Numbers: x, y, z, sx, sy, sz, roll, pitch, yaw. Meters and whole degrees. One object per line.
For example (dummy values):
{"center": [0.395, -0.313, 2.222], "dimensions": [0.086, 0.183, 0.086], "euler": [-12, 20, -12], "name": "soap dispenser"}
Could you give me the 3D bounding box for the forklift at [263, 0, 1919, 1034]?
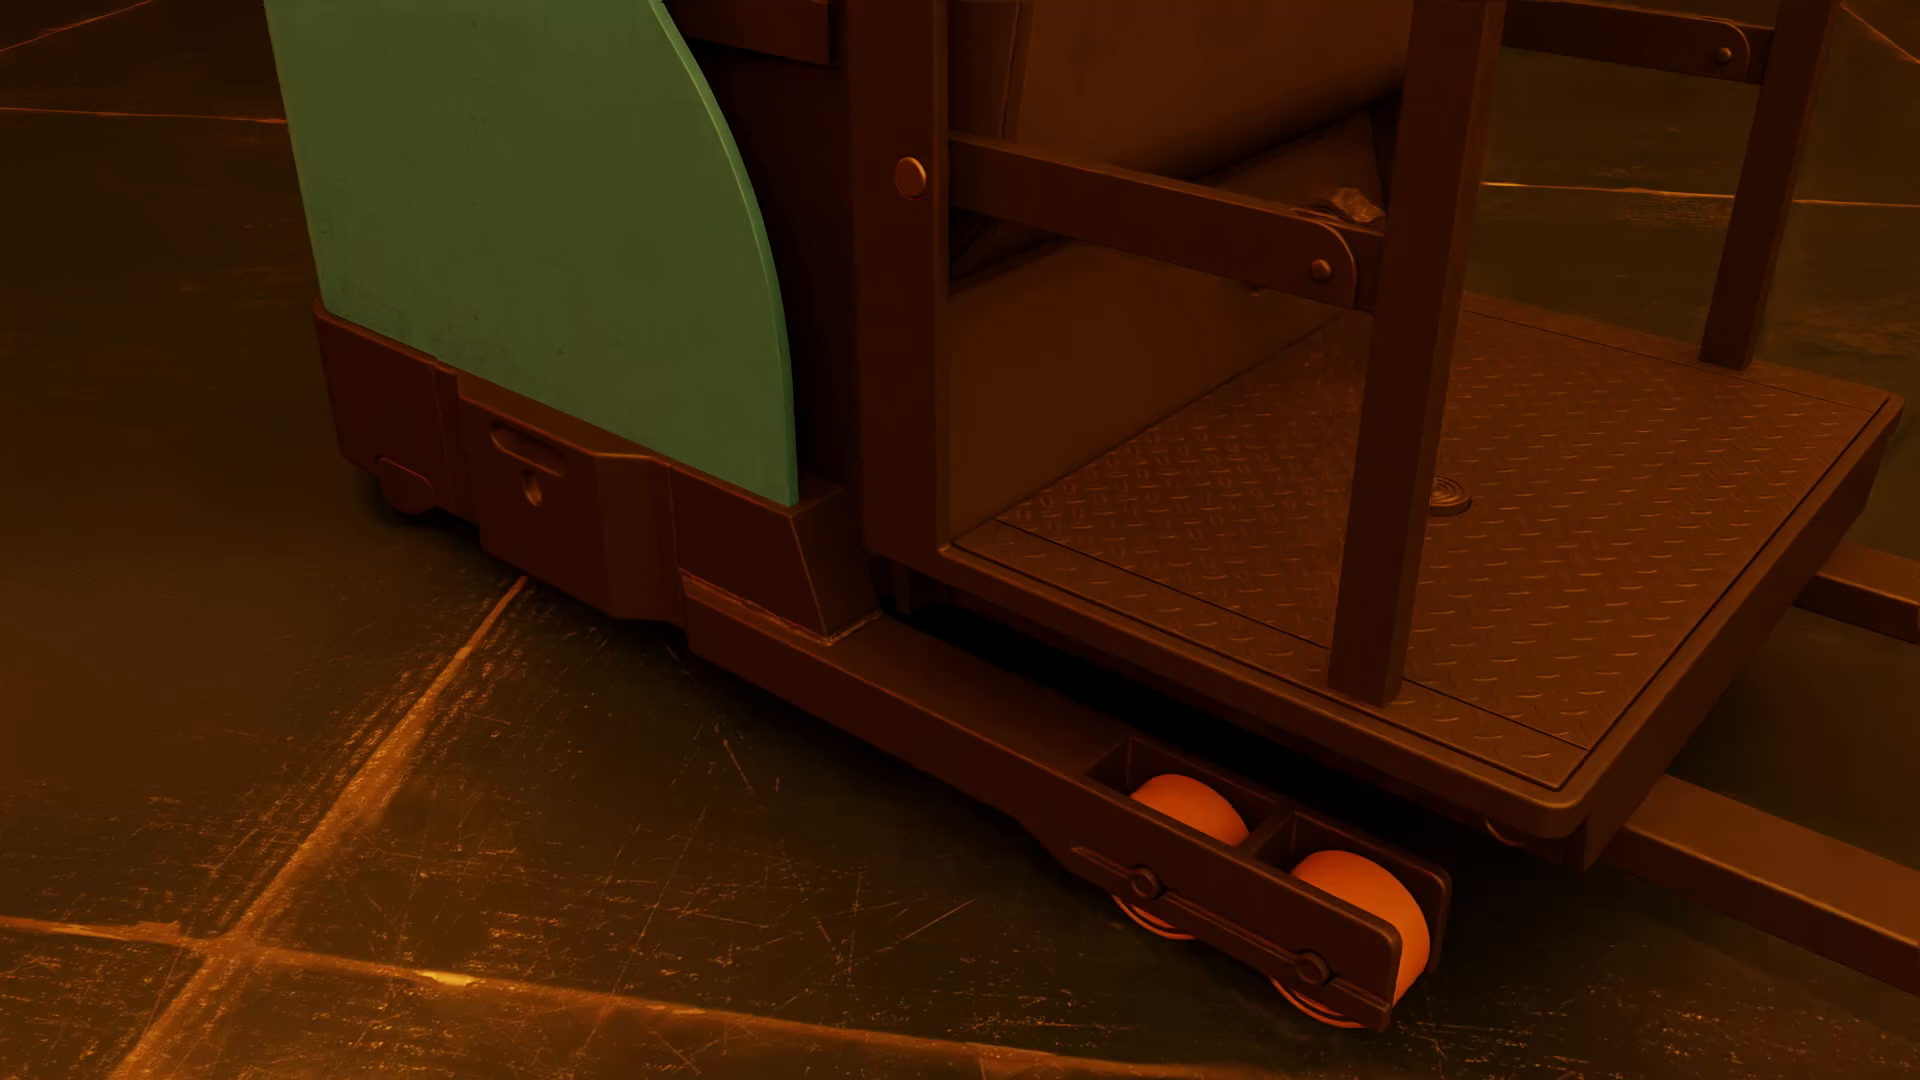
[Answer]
{"center": [0.478, -1.095, 1.453], "dimensions": [3.031, 2.935, 1.130], "euler": [22, 36, 34], "name": "forklift"}
